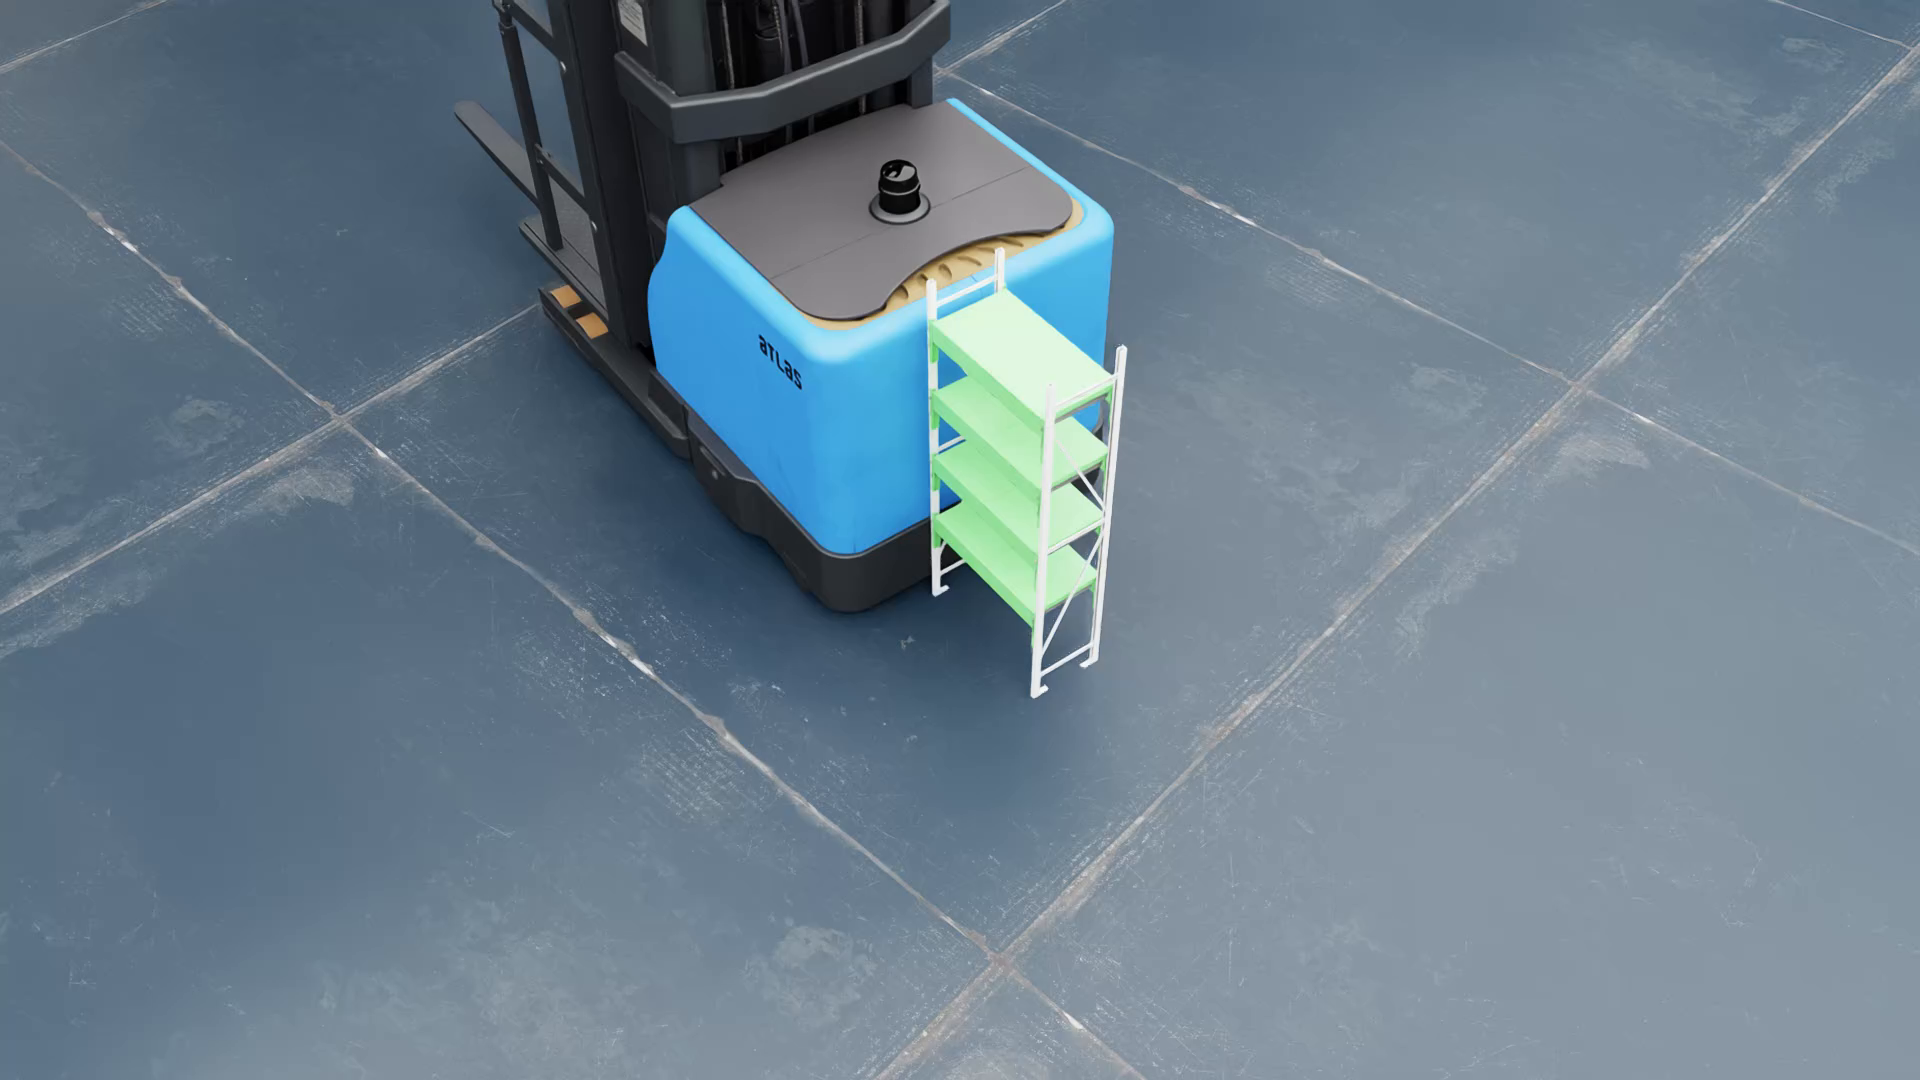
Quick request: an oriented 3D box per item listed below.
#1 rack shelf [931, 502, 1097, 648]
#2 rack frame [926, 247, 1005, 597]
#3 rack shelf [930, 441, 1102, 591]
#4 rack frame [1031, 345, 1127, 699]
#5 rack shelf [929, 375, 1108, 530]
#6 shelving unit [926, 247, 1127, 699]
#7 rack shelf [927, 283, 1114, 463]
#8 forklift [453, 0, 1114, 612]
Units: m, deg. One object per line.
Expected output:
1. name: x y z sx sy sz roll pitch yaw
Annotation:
1. rack shelf: 0.160 0.058 4.790 0.258 0.148 0.480 -28 53 -24
2. rack frame: 0.015 -0.293 4.702 0.240 1.200 0.015 -28 53 -24
3. rack shelf: 0.160 -0.106 4.615 0.258 0.148 0.480 -28 53 -24
4. rack frame: 0.306 -0.007 4.434 0.240 1.200 0.015 -28 53 -24
5. rack shelf: 0.161 -0.271 4.440 0.258 0.148 0.480 -28 53 -24
6. shelving unit: 0.160 -0.150 4.568 0.258 1.200 0.503 -28 53 -24
7. rack shelf: 0.161 -0.435 4.265 0.258 0.148 0.480 -28 53 -24
8. forklift: -0.830 -1.822 4.951 1.130 2.935 3.031 -28 53 -24
